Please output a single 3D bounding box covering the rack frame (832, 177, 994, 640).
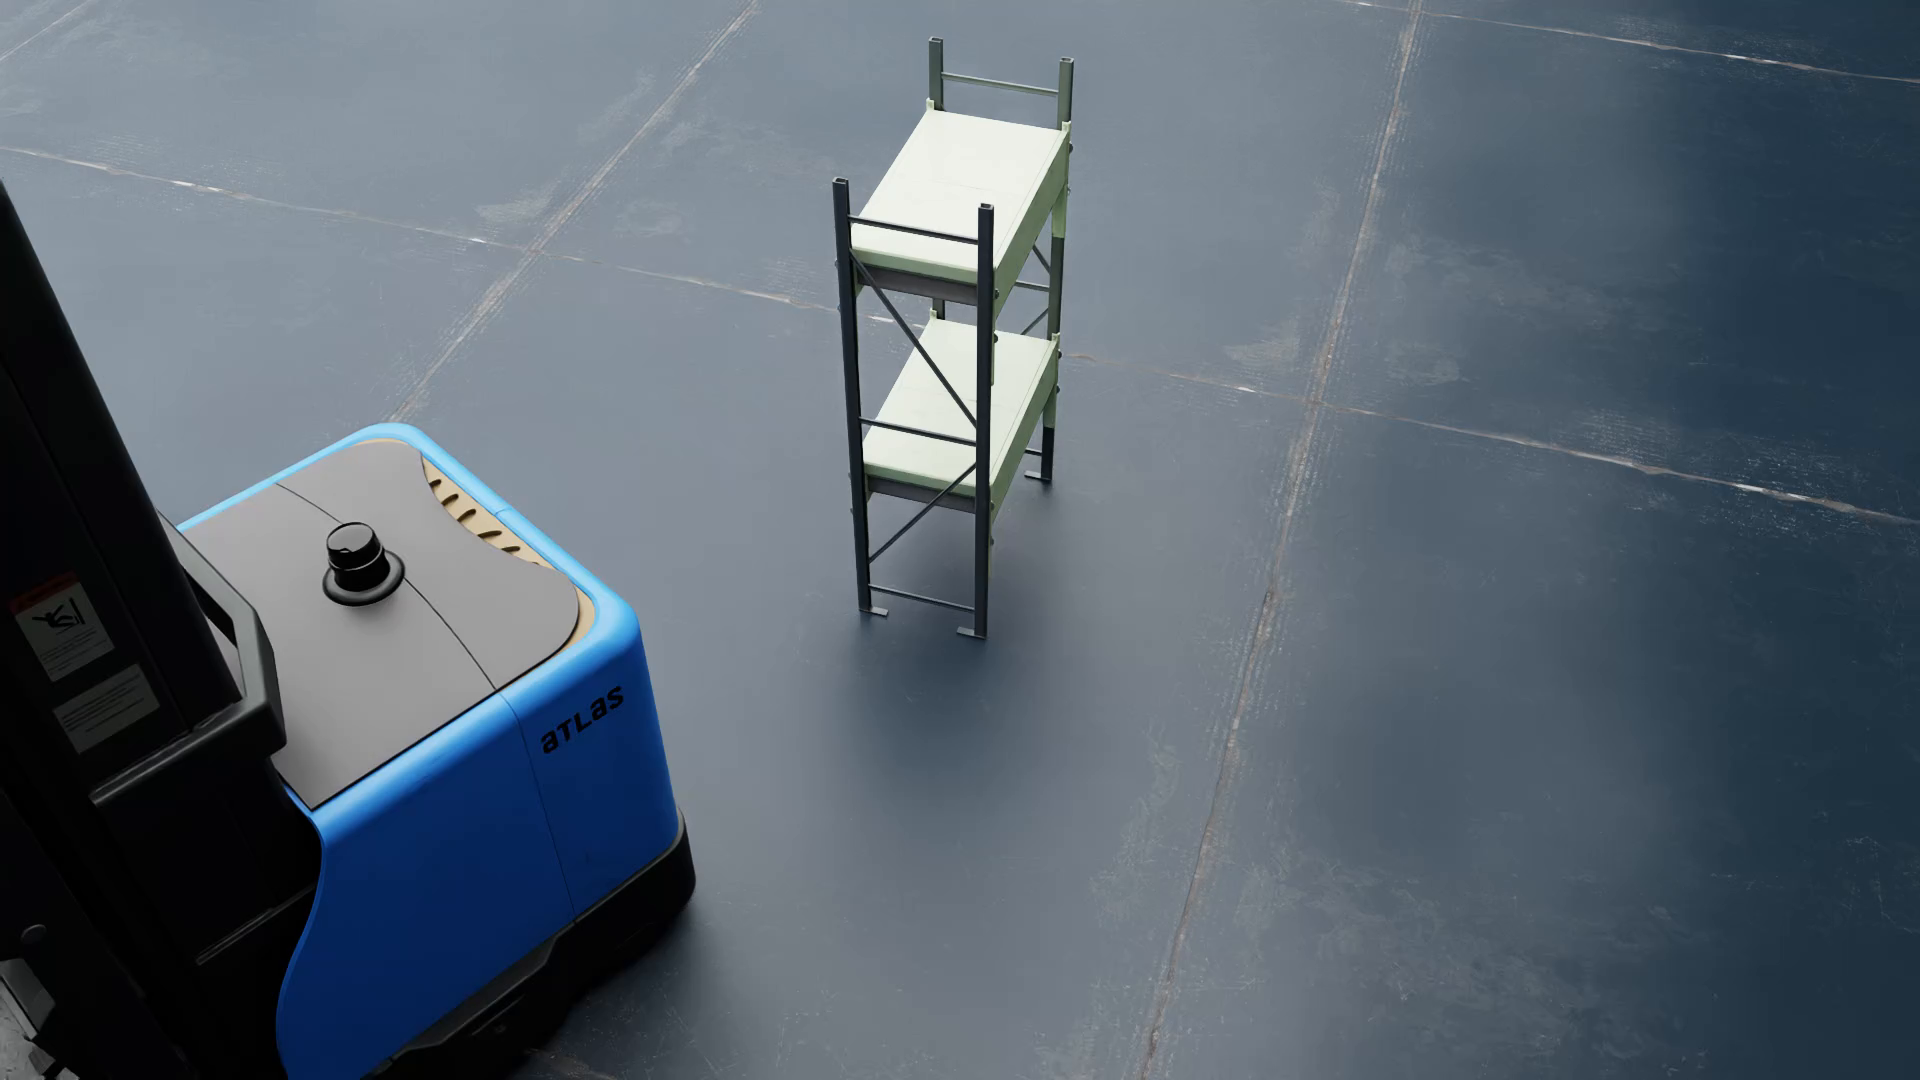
[{"bbox_3d":[-0.113,-0.288,4.472,0.400,1.500,0.023,13,46,12],"label":"rack frame"}]

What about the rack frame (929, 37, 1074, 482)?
[{"bbox_3d":[0.109,-0.776,4.970,0.400,1.500,0.023,13,46,12],"label":"rack frame"}]

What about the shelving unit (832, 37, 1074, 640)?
[{"bbox_3d":[-0.002,-0.532,4.721,0.431,1.500,0.755,13,46,12],"label":"shelving unit"}]

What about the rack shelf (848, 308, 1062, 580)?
[{"bbox_3d":[-0.002,-0.299,4.949,0.431,0.370,0.720,13,46,12],"label":"rack shelf"}]

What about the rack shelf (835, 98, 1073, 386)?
[{"bbox_3d":[-0.002,-0.811,4.448,0.431,0.370,0.720,13,46,12],"label":"rack shelf"}]

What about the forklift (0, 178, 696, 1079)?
[{"bbox_3d":[-2.069,0.379,2.767,1.130,2.935,3.031,35,54,30],"label":"forklift"}]
